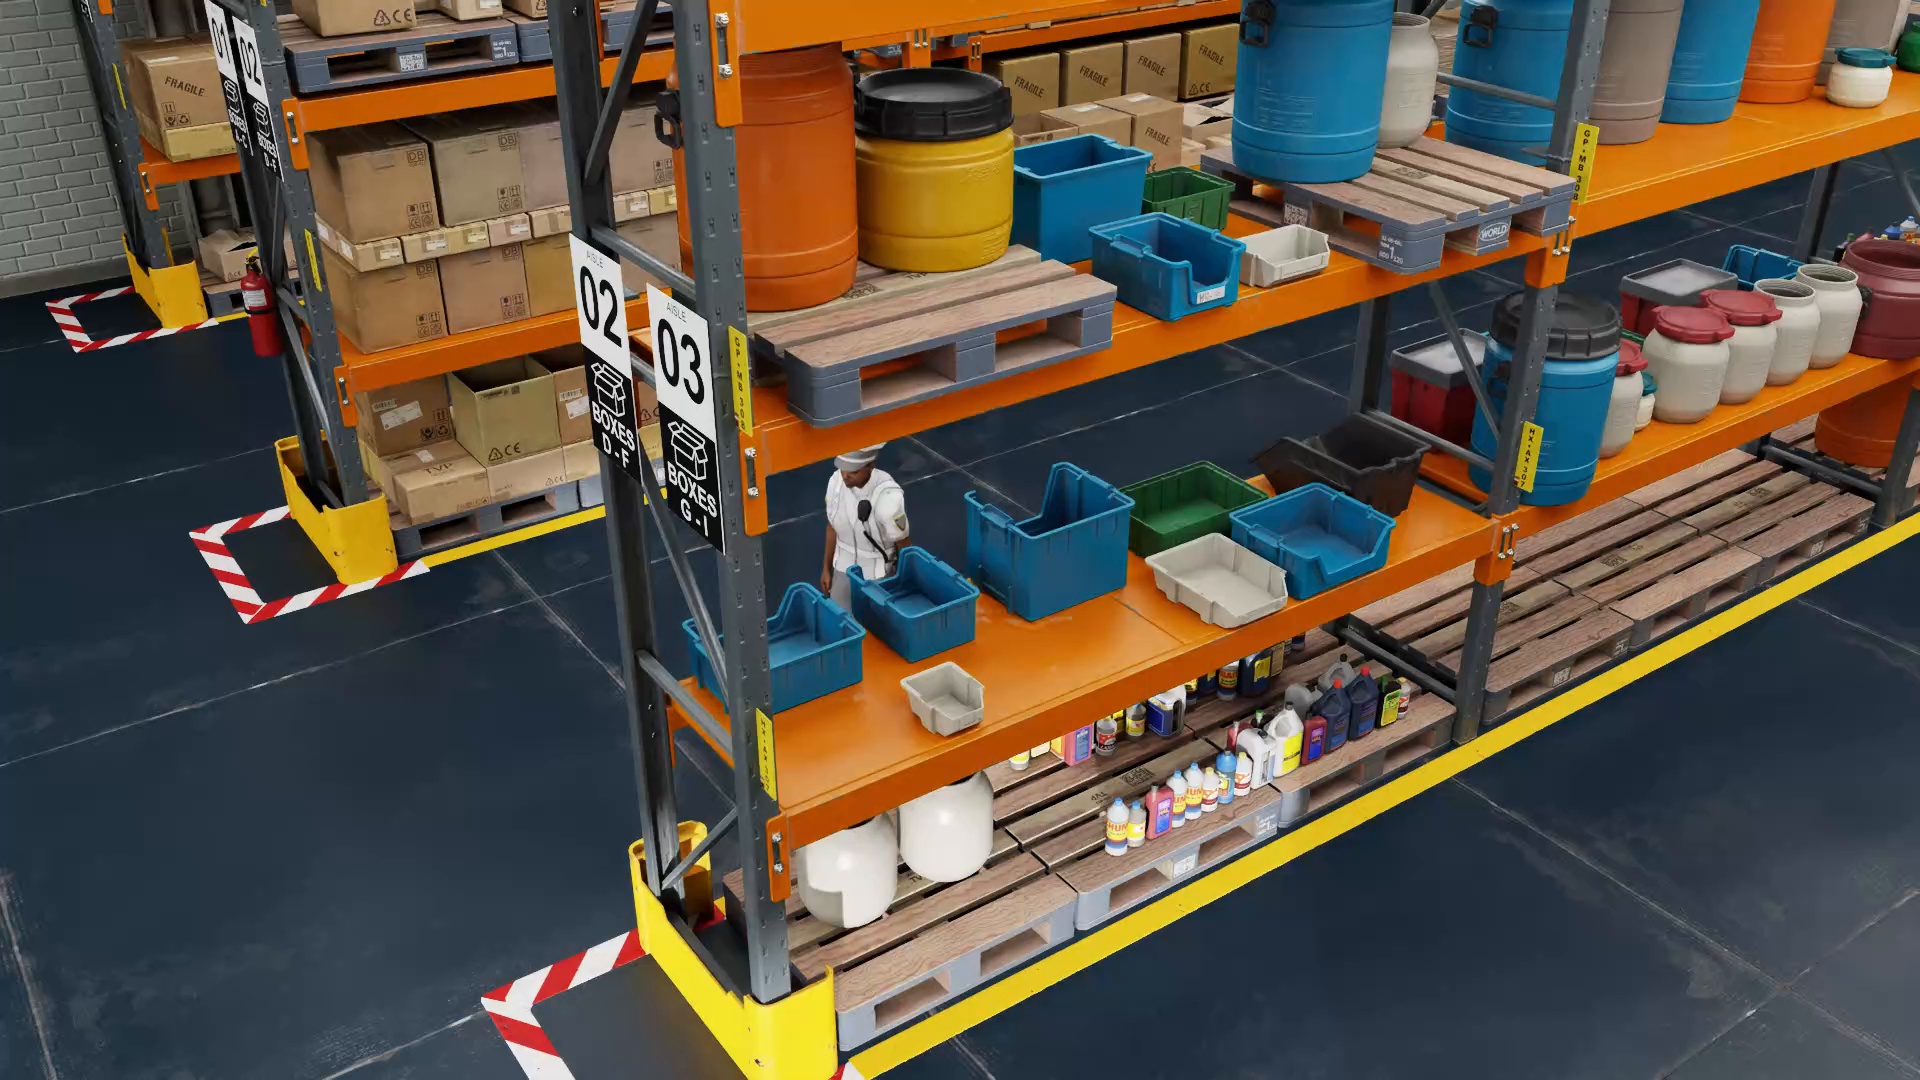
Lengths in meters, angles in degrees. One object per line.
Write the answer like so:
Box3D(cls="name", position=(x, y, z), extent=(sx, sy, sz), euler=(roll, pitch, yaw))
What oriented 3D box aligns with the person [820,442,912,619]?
Box3D(cls="person", position=(-0.481, 0.197, 8.263), extent=(0.533, 1.662, 0.396), euler=(17, 33, 28))
